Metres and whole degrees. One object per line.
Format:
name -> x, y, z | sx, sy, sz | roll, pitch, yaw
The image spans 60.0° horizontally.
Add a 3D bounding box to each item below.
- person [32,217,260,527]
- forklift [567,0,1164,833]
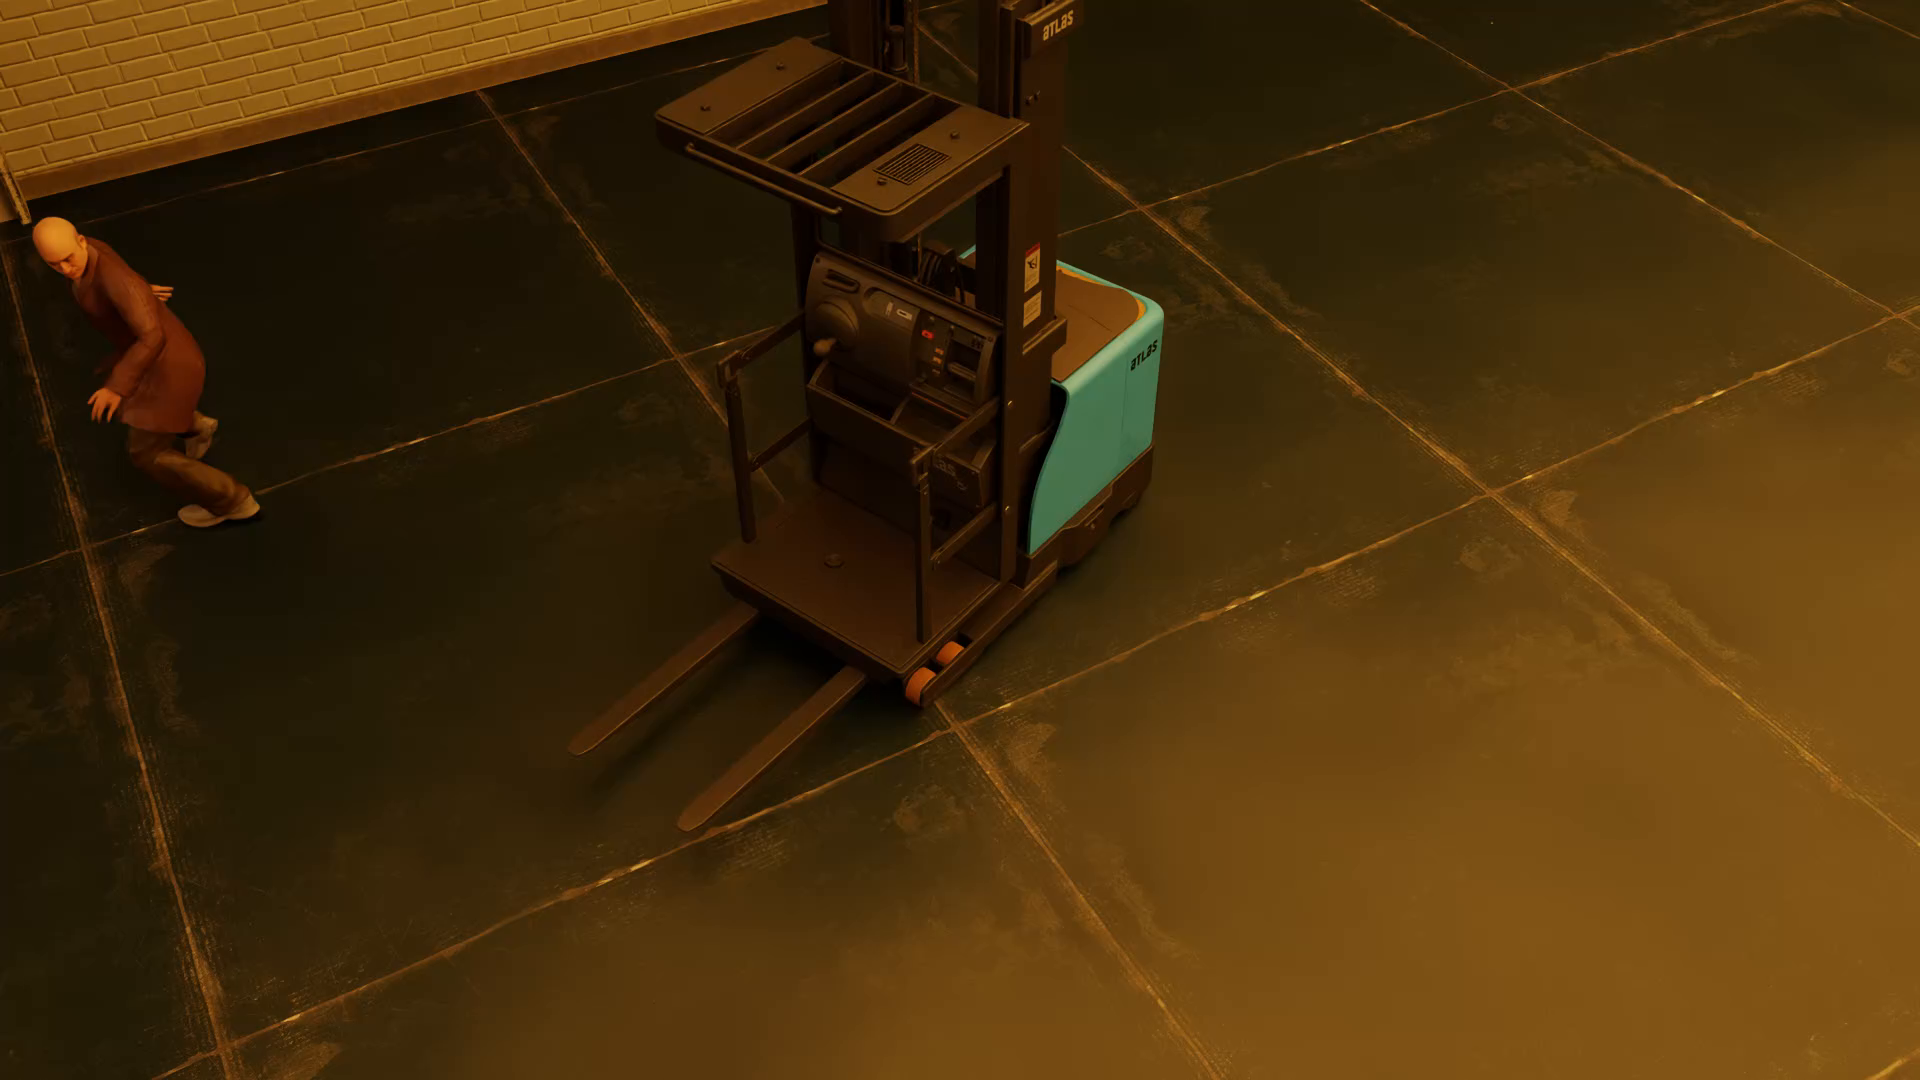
person -> -3.745, -0.798, 7.603 | 0.539, 1.688, 1.069 | -23, 48, -23
forklift -> -0.375, -0.749, 6.505 | 1.130, 2.935, 3.031 | 28, 50, 27
